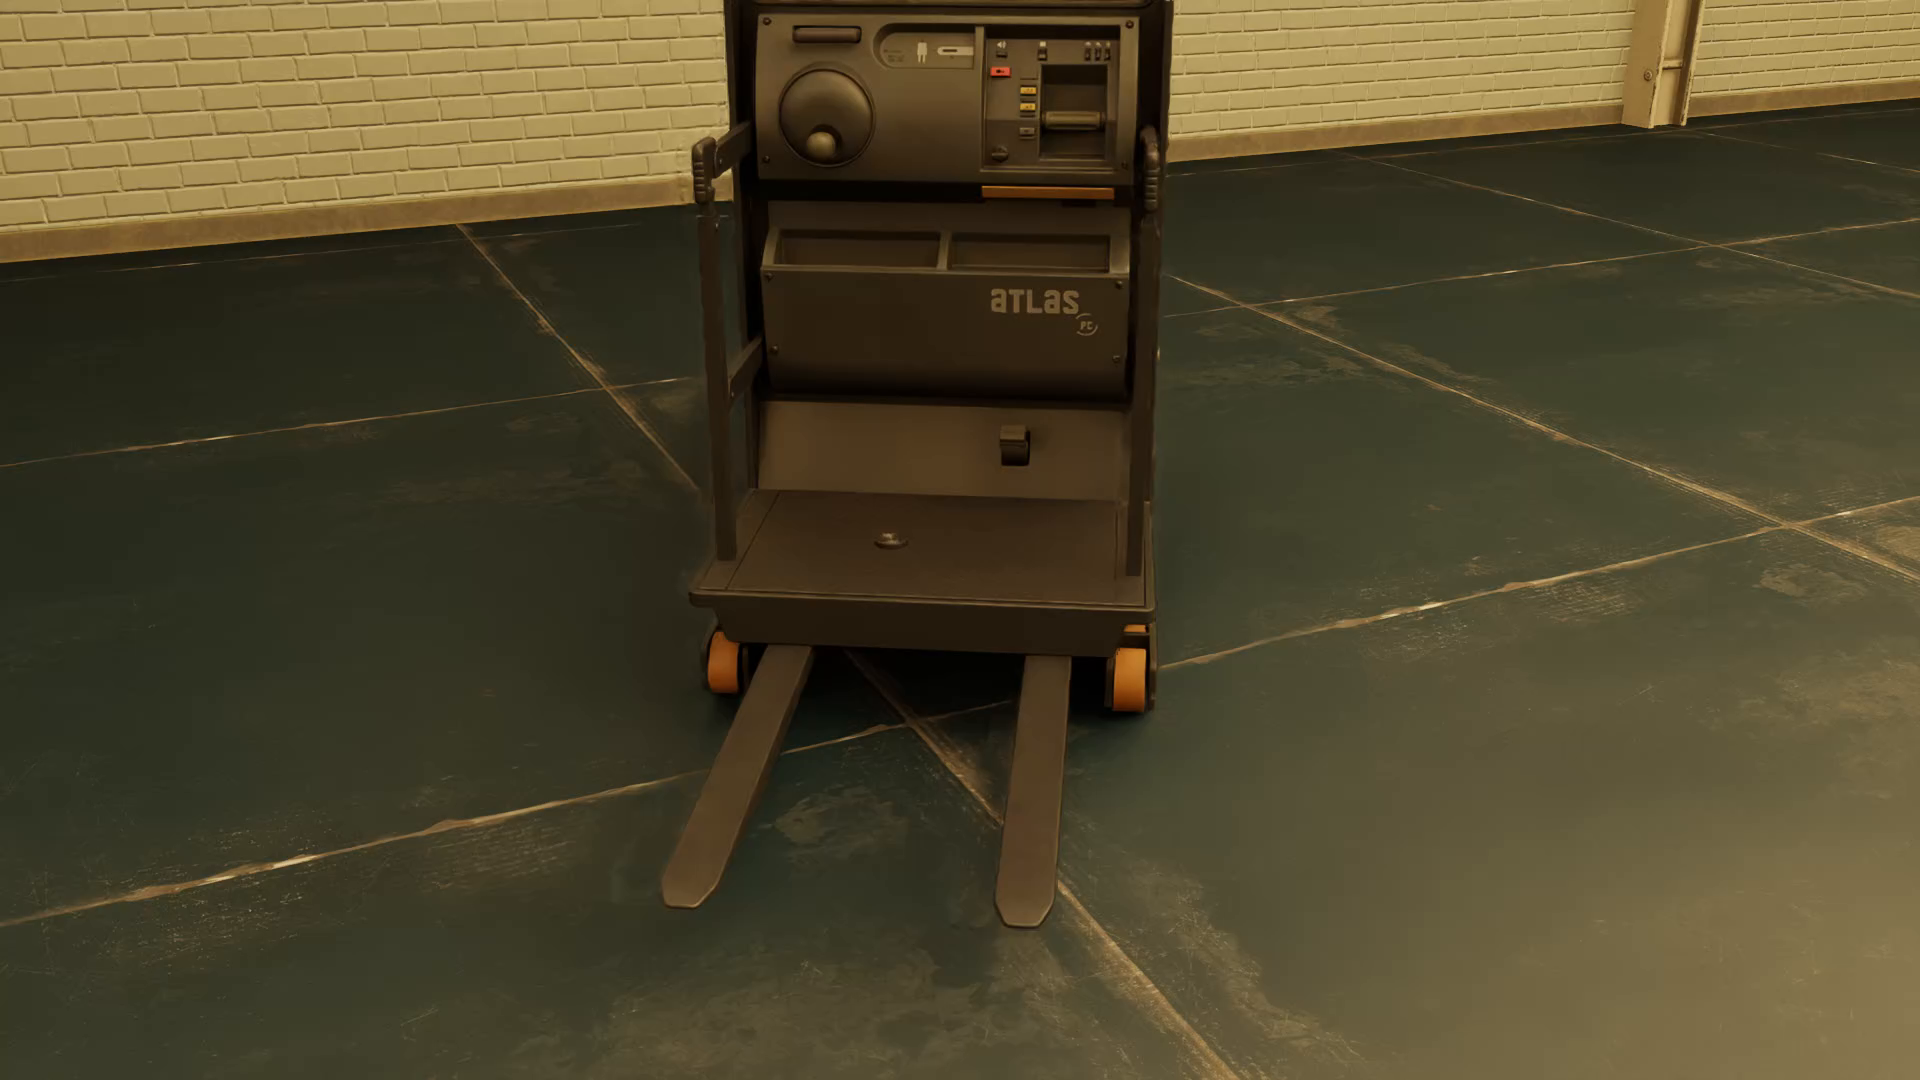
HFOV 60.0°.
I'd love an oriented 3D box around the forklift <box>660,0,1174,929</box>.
[{"bbox_3d":[-0.053,-1.063,3.845,1.130,2.935,3.031,2,23,5],"label":"forklift"}]
